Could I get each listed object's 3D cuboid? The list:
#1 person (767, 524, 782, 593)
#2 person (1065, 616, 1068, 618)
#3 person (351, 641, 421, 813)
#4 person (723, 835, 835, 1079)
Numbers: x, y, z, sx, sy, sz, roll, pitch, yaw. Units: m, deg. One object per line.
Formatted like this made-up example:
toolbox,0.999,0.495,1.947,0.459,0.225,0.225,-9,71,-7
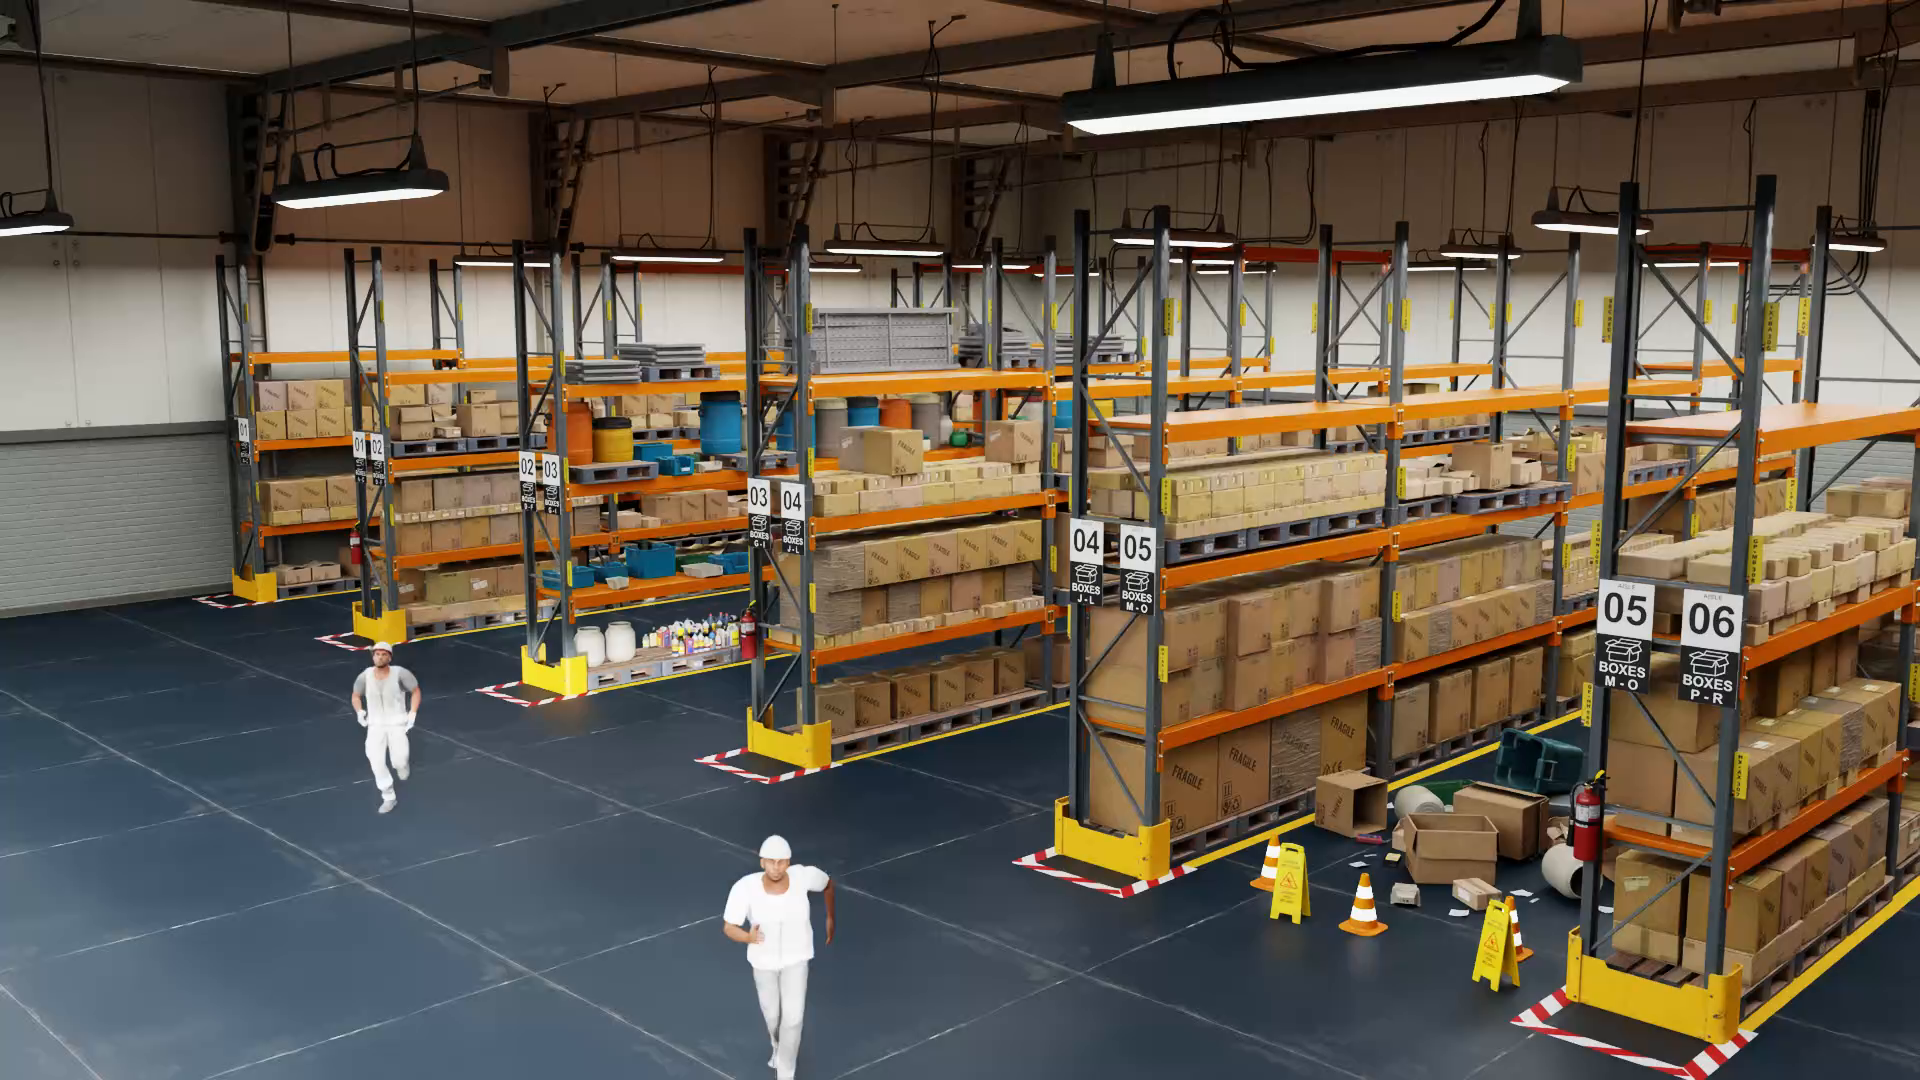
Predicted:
person,-3.118,0.048,28.147,0.575,1.737,0.875,6,10,38
person,1.652,0.365,25.808,0.667,1.780,0.591,6,10,35
person,-5.924,1.893,17.184,0.688,1.735,0.670,-2,8,-12
person,-1.176,2.772,10.909,0.728,1.792,0.838,-1,8,-6
